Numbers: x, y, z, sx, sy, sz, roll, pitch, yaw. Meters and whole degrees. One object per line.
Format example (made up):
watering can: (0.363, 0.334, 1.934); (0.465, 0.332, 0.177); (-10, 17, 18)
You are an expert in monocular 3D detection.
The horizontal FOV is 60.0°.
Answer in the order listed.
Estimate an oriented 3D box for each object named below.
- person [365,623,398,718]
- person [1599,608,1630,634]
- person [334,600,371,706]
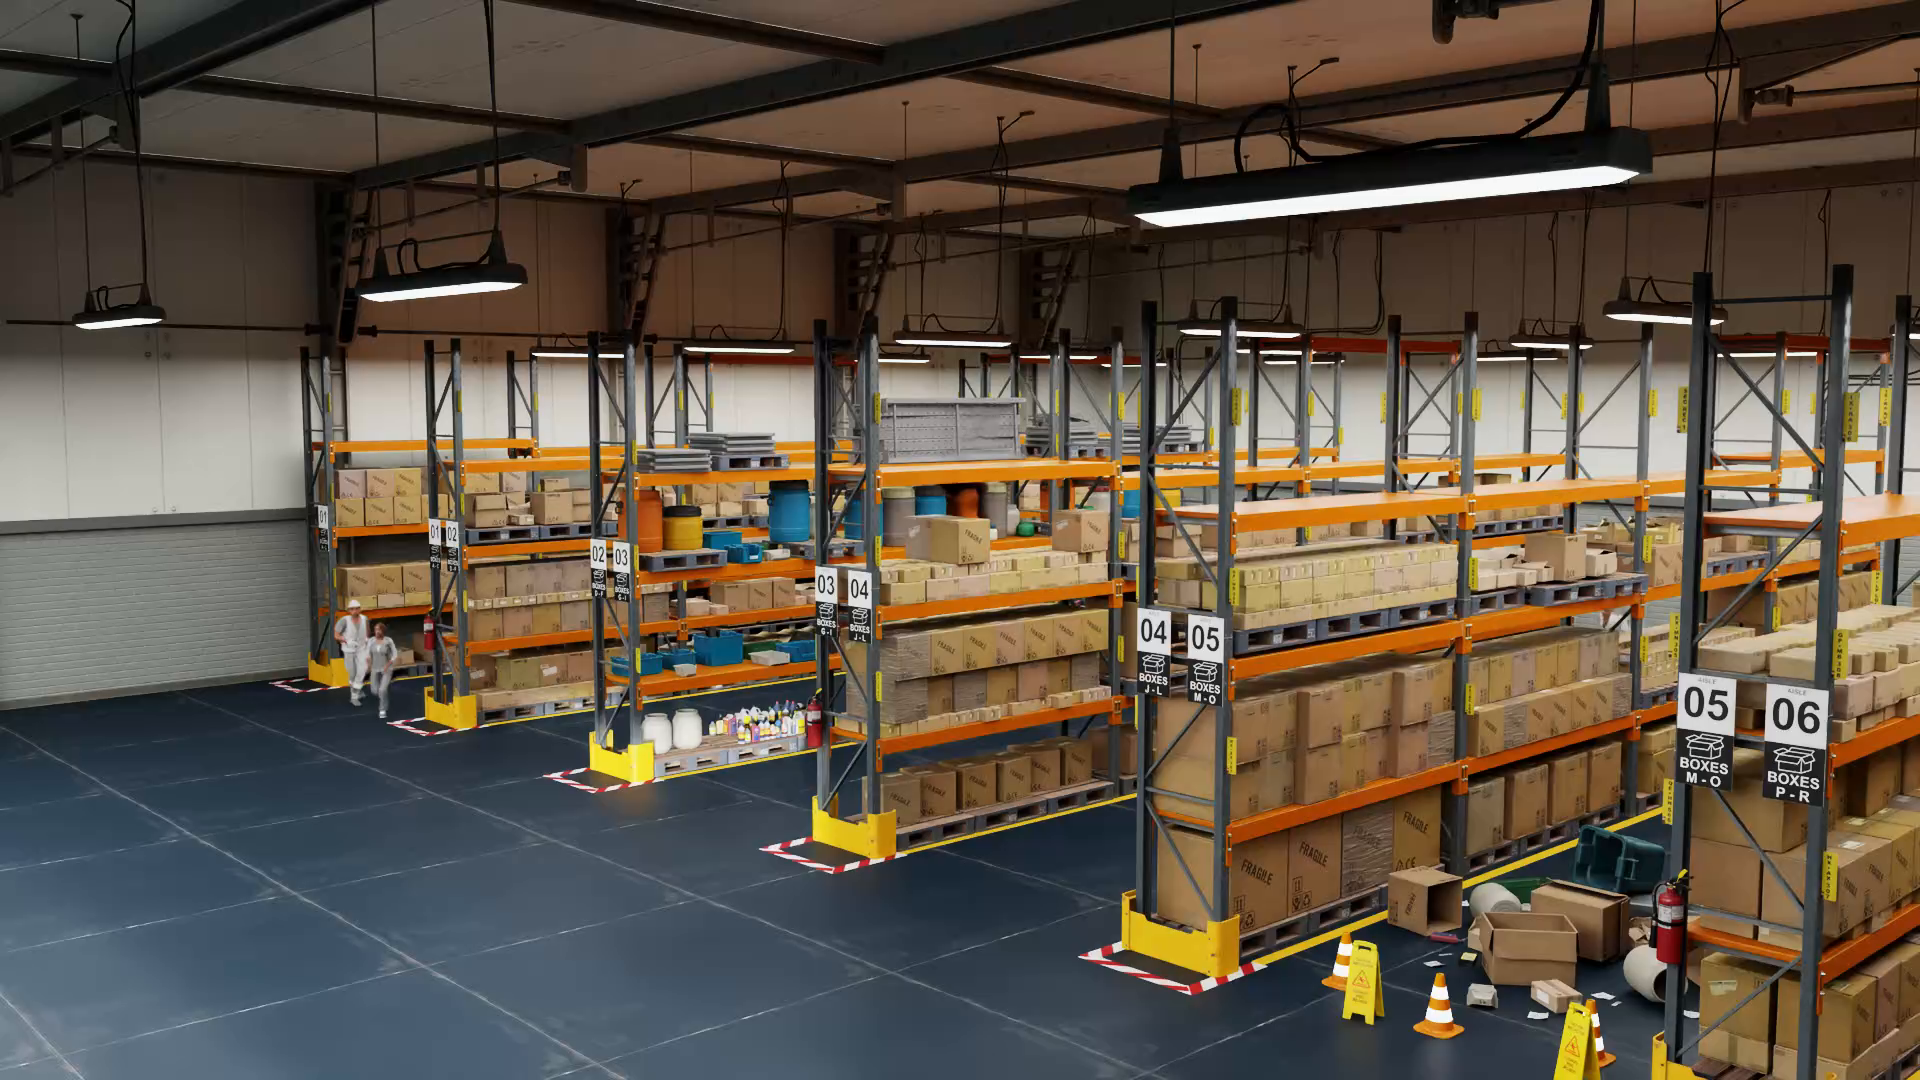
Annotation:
person: (-9.241, 2.086, 26.572); (0.521, 1.505, 0.553); (0, 5, -6)
person: (11.292, 1.901, 28.459); (1.102, 1.482, 0.725); (-3, 6, -31)
person: (-10.080, 1.845, 27.597); (0.629, 1.747, 0.856); (-3, 6, -31)
